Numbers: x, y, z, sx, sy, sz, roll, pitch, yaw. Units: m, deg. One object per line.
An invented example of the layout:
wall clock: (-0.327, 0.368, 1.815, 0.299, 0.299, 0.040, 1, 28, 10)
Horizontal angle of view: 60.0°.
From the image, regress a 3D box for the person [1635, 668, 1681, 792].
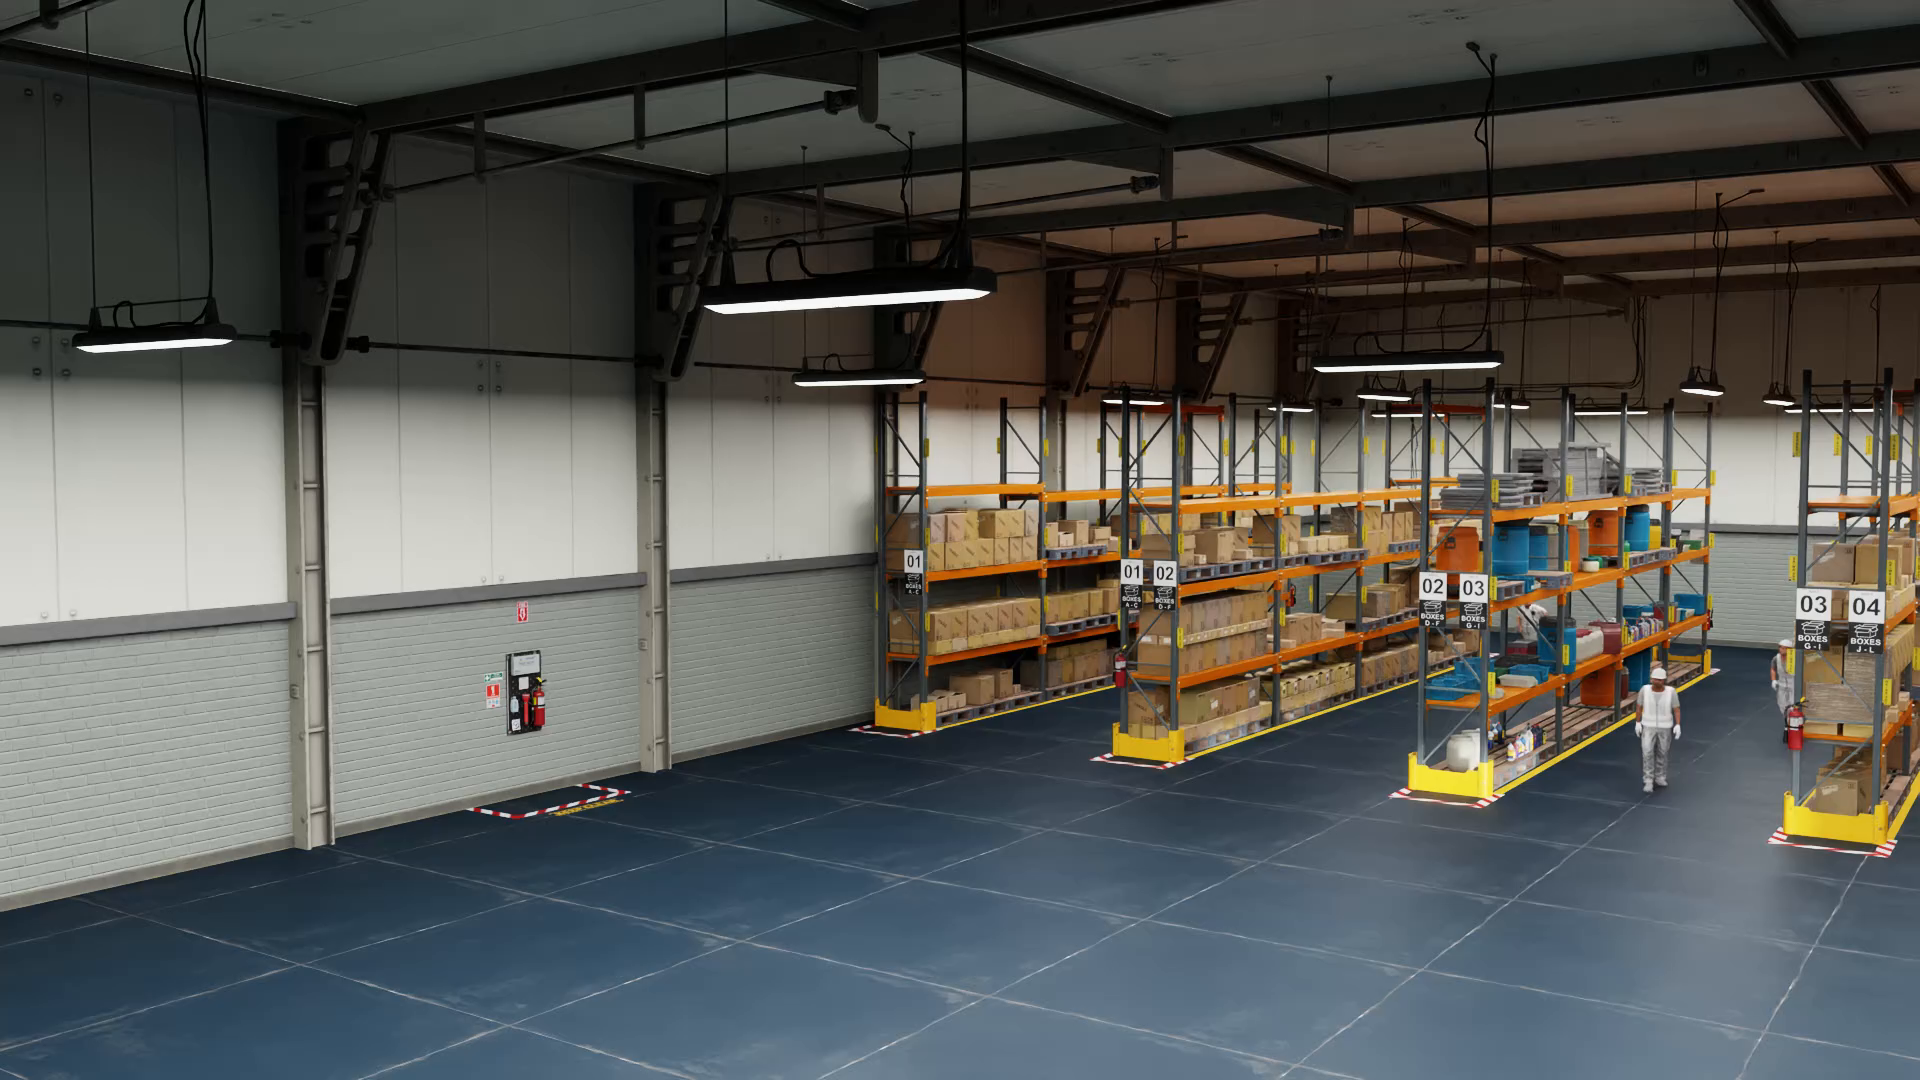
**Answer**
person: (10.223, 2.761, 24.357, 0.614, 1.788, 0.712, 1, 3, 22)

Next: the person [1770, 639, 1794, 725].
person: (14.465, 2.560, 28.946, 0.696, 1.682, 0.635, 3, 4, 43)

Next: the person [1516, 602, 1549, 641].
person: (13.083, 2.058, 37.992, 0.702, 1.682, 0.724, 3, 4, 44)
